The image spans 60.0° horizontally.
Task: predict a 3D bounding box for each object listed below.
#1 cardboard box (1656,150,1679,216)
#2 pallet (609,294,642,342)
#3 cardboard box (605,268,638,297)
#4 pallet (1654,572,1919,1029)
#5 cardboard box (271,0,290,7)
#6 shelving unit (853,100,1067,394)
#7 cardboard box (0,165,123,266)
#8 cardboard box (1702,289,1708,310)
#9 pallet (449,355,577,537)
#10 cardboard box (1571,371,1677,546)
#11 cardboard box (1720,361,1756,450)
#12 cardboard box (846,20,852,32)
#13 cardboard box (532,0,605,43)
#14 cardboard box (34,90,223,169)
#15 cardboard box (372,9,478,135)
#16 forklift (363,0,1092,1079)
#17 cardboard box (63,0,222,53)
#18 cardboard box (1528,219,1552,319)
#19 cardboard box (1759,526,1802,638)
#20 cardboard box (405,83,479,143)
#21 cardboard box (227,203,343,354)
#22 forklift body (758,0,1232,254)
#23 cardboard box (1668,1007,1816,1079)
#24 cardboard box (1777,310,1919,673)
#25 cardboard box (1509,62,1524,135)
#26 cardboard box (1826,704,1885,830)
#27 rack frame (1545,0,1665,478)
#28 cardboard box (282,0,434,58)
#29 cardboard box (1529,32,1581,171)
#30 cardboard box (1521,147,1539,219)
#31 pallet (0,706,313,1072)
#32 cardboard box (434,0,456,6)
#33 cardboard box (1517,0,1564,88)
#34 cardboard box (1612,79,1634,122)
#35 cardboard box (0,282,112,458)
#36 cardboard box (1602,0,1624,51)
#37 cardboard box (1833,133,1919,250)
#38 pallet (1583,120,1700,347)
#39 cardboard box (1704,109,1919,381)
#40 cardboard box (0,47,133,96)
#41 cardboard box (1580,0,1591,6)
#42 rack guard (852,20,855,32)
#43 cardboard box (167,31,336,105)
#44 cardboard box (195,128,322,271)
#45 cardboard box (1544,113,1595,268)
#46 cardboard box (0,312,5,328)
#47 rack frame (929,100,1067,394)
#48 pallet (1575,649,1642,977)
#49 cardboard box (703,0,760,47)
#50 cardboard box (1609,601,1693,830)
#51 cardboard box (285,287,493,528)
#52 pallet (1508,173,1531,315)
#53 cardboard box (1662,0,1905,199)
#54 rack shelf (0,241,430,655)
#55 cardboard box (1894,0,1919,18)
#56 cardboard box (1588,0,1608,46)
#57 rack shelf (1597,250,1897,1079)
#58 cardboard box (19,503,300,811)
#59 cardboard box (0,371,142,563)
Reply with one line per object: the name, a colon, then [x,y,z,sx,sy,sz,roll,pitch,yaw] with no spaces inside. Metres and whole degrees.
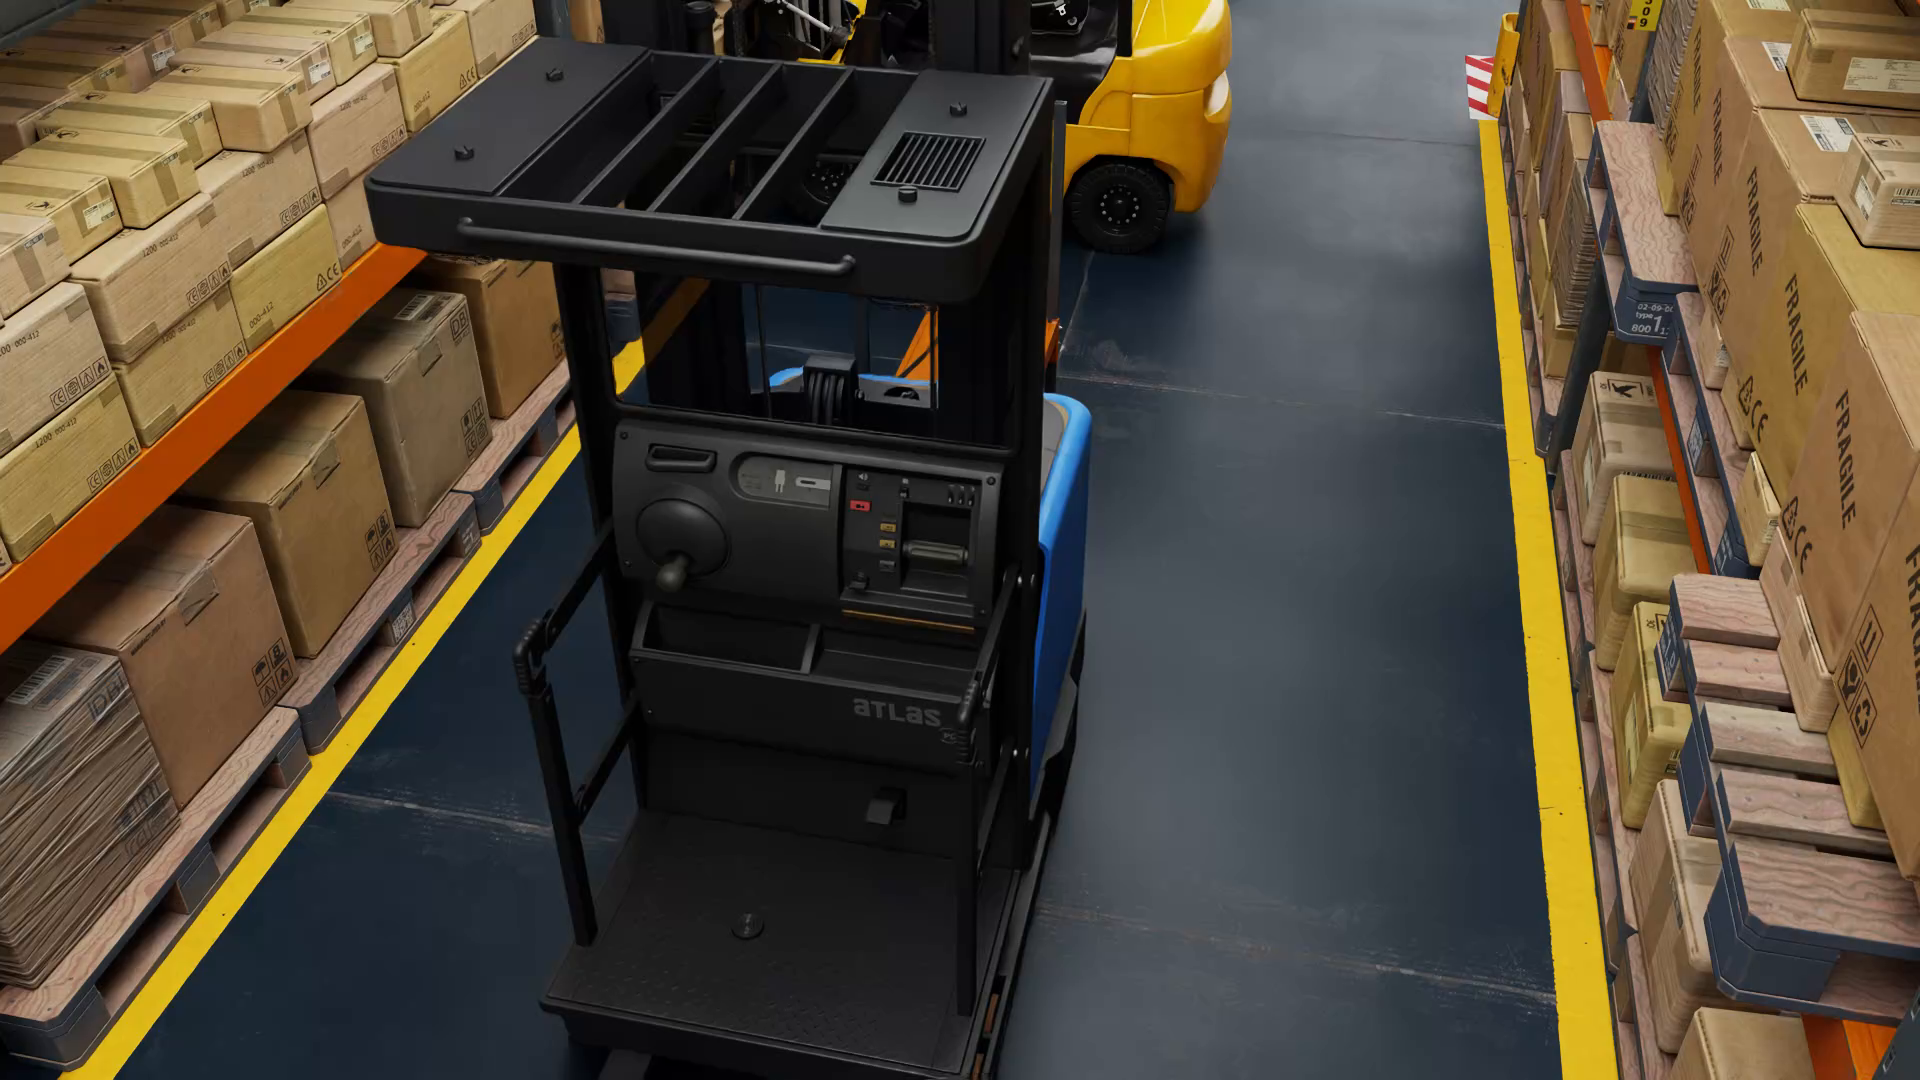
cardboard box: [2.341,-1.086,5.049,0.380,0.149,0.250,8,37,11]
pallet: [-1.809,-1.379,7.972,1.003,0.211,1.213,7,37,10]
cardboard box: [-1.593,-1.350,7.541,0.500,0.250,0.500,8,37,10]
pallet: [2.024,0.512,3.151,1.213,0.211,1.003,7,37,10]
cardboard box: [-2.467,-1.895,5.671,0.380,0.149,0.250,7,37,10]
shelving unit: [0.016,-0.651,5.870,0.587,1.500,1.083,7,37,10]
cardboard box: [-2.365,-0.816,4.182,0.380,0.149,0.250,8,37,10]
cardboard box: [2.205,-0.630,4.420,0.380,0.149,0.250,8,37,10]
pallet: [-2.139,-0.501,6.761,1.003,0.211,1.213,7,37,10]
cardboard box: [2.720,-0.242,5.909,0.950,0.372,0.625,8,37,11]
cardboard box: [2.069,-0.328,4.003,0.380,0.149,0.250,6,36,8]
cardboard box: [-0.957,-3.098,9.954,0.500,0.250,0.500,8,37,10]
cardboard box: [-1.670,-2.319,6.809,0.500,0.500,0.500,6,36,9]
cardboard box: [-2.292,-1.115,4.595,0.380,0.149,0.250,7,37,10]
cardboard box: [-1.978,-1.590,5.589,0.500,0.250,0.500,6,36,9]
forklift: [-0.410,0.031,3.710,1.130,2.935,3.031,7,37,10]
cardboard box: [-2.580,-1.607,5.273,0.380,0.149,0.250,7,37,10]
cardboard box: [2.798,-1.173,7.298,0.500,0.250,0.500,6,36,9]
cardboard box: [1.874,0.114,3.393,0.380,0.149,0.250,6,36,8]
cardboard box: [-1.974,-1.386,5.734,0.500,0.250,0.500,7,37,10]
cardboard box: [-2.213,-0.808,4.937,0.500,0.250,0.500,8,37,11]
forklift body: [0.212,-2.691,8.130,2.313,2.155,1.214,7,37,10]
cardboard box: [2.106,1.427,3.606,0.950,0.372,0.625,5,36,7]
cardboard box: [1.901,-0.068,3.091,0.500,0.500,0.500,7,36,9]
cardboard box: [3.242,-2.359,8.934,0.500,0.250,0.500,7,37,10]
cardboard box: [1.802,0.408,2.988,0.380,0.149,0.250,8,37,11]
rack frame: [2.830,-1.437,5.677,1.000,3.000,0.127,7,37,10]
cardboard box: [-1.944,-1.685,5.381,0.380,0.149,0.250,6,36,9]
cardboard box: [3.015,-2.062,7.886,0.500,0.500,0.500,8,37,11]
cardboard box: [3.021,-1.753,8.098,0.500,0.250,0.500,10,37,13]
pallet: [-2.660,0.898,4.831,1.003,0.211,1.213,7,37,10]
cardboard box: [-1.913,-1.986,5.797,0.380,0.149,0.250,7,36,9]
cardboard box: [3.237,-2.649,8.695,0.500,0.500,0.500,6,36,8]
cardboard box: [2.601,-1.558,6.058,0.380,0.149,0.250,7,37,9]
cardboard box: [-2.433,-0.416,3.970,0.500,0.250,0.500,8,37,11]
cardboard box: [2.785,-2.180,6.363,0.500,0.500,0.500,9,37,12]
cardboard box: [2.049,-0.711,3.426,0.380,0.149,0.250,6,36,8]
pallet: [2.525,-0.940,5.154,1.003,0.211,1.213,7,37,10]
cardboard box: [2.125,-0.670,3.923,0.500,0.500,0.500,6,36,8]
cardboard box: [-2.676,-1.318,4.874,0.380,0.149,0.250,8,37,10]
cardboard box: [2.918,-2.436,7.269,0.380,0.149,0.250,8,37,10]
rack guard: [-1.160,-3.352,10.449,1.175,0.500,0.348,7,37,10]
cardboard box: [-2.120,-1.400,4.988,0.380,0.149,0.250,8,37,10]
cardboard box: [-2.219,-1.010,4.790,0.500,0.250,0.500,8,37,11]
cardboard box: [2.801,-1.462,7.058,0.500,0.500,0.500,8,37,11]
cardboard box: [-2.433,-0.517,3.769,0.380,0.149,0.250,8,37,11]
rack frame: [0.127,-0.948,6.279,0.500,1.500,0.032,7,37,10]
pallet: [2.407,0.840,4.911,1.003,0.211,1.213,7,37,10]
cardboard box: [-1.276,-2.635,8.463,0.500,0.250,0.500,7,36,9]
cardboard box: [2.423,0.569,4.790,0.950,0.372,0.625,8,37,12]
cardboard box: [-2.294,-0.521,6.079,0.875,0.625,0.625,7,37,9]
pallet: [3.197,-1.399,8.001,1.003,0.211,1.213,7,37,10]
cardboard box: [2.343,-1.248,4.719,0.500,0.500,0.500,7,37,10]
rack shelf: [-2.447,-0.619,5.161,1.077,0.370,4.000,7,37,10]
cardboard box: [2.851,-1.190,4.639,0.500,0.500,0.500,8,37,10]
cardboard box: [2.815,-2.141,6.862,0.380,0.149,0.250,7,36,9]
rack shelf: [2.403,0.001,4.306,1.077,0.370,4.000,7,37,10]
cardboard box: [-2.596,0.296,4.951,0.875,0.625,0.625,8,37,11]
cardboard box: [-2.428,-0.215,4.118,0.500,0.250,0.500,7,36,9]
